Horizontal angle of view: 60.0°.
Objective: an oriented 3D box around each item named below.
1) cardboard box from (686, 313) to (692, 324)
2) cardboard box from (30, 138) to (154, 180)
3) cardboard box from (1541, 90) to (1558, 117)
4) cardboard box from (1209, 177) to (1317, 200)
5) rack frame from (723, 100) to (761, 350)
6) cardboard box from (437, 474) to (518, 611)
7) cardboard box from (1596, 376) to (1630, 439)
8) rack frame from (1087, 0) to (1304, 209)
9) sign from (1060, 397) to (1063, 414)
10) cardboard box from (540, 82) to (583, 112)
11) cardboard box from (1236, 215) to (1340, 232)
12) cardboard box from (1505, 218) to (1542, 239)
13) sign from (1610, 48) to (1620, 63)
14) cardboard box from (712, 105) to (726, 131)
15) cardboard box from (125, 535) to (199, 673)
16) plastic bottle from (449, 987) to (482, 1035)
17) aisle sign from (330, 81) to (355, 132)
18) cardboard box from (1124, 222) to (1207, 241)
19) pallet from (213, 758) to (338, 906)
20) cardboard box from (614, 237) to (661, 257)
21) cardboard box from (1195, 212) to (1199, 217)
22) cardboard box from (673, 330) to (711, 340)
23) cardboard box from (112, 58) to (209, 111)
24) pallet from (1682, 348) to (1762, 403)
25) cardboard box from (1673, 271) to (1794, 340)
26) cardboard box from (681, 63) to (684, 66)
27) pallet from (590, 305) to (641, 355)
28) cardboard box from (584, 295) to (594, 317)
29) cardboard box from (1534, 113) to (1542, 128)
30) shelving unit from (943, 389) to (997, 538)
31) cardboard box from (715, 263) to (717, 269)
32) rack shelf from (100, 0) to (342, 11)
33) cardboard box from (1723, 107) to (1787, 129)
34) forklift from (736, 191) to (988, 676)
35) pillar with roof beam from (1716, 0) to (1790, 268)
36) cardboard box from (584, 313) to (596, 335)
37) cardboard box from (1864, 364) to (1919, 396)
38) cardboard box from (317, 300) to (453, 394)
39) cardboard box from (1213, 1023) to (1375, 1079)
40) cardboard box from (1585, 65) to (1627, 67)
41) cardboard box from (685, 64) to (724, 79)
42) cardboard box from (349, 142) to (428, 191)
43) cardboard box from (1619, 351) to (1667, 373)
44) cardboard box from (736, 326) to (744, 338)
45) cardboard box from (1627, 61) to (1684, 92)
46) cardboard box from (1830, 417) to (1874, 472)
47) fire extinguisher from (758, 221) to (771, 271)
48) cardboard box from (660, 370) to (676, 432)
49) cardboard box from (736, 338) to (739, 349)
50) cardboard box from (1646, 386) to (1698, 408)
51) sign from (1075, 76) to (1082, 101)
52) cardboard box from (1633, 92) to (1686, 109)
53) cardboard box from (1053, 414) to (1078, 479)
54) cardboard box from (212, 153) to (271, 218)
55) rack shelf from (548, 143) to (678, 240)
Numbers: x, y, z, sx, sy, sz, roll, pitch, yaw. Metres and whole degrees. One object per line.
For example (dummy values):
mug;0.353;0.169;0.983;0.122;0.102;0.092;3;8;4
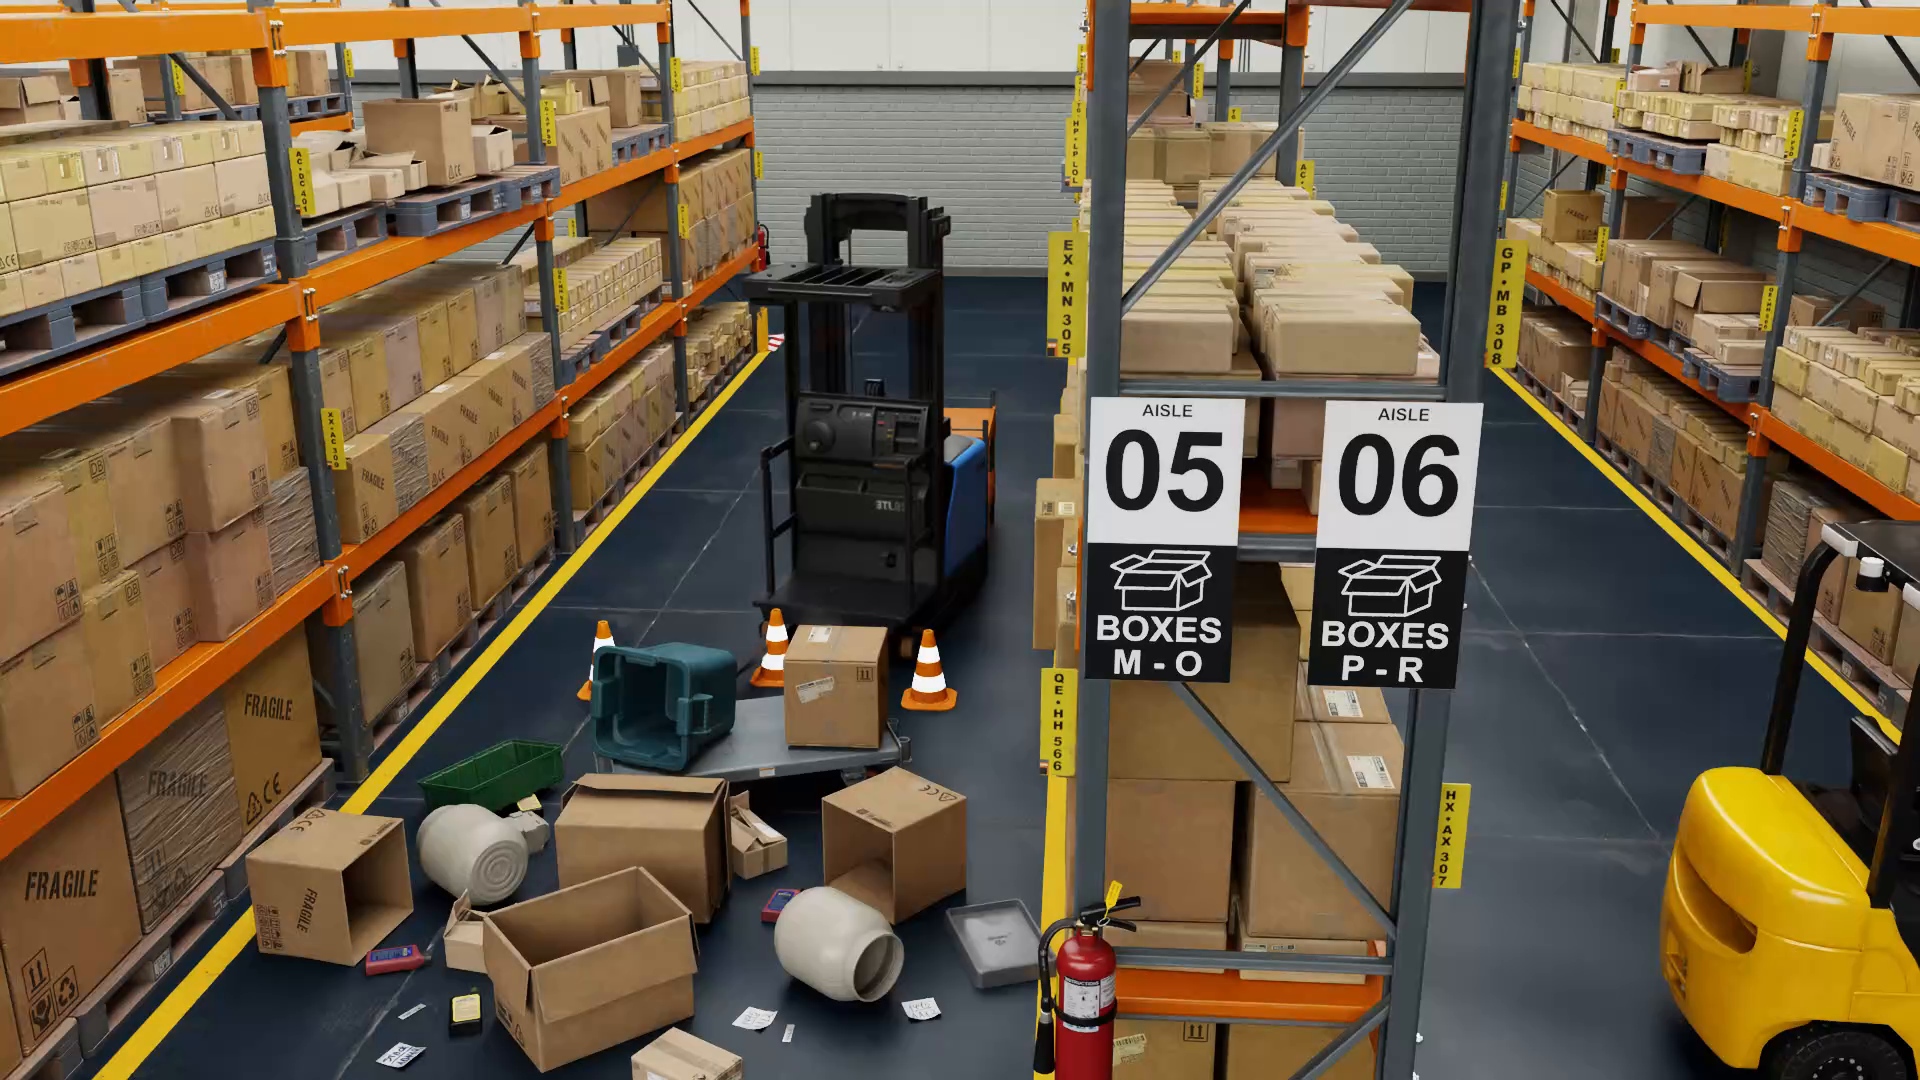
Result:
cardboard box;-3.326;-2.546;19.325;0.380;0.149;0.250;0;18;1
cardboard box;-3.609;-1.586;6.917;0.380;0.149;0.250;1;18;4
cardboard box;6.558;-4.674;17.817;0.500;0.250;0.500;1;18;2
cardboard box;1.557;-1.737;8.655;0.500;0.250;0.500;1;18;2
rack frame;-2.969;-3.816;20.253;1.000;3.000;0.127;1;18;4
cardboard box;-3.735;-0.003;11.555;1.050;0.750;0.750;2;18;5
cardboard box;6.381;-1.252;15.766;0.500;0.500;0.500;2;18;6
rack frame;1.116;-2.861;7.703;1.000;3.000;0.127;1;18;4
sign;0.562;-0.572;8.491;0.100;0.325;0.005;1;18;4
cardboard box;-3.222;-3.528;13.166;0.396;0.266;0.258;1;18;4
cardboard box;1.285;-1.187;6.535;0.380;0.149;0.250;1;18;5
cardboard box;6.626;-3.563;19.242;0.500;0.250;0.500;1;18;4
sign;7.479;-5.455;19.015;0.100;0.325;0.005;1;18;4
cardboard box;-2.834;-4.545;17.901;0.500;0.250;0.500;2;18;6
cardboard box;-4.016;0.291;7.478;0.875;0.550;0.550;1;18;4
plastic bottle;-2.127;2.021;7.156;0.133;0.061;0.283;-5;19;-15
aisle sign;-7.604;-5.209;20.329;0.394;0.787;0.004;1;18;4
cardboard box;0.738;-1.120;6.330;0.380;0.149;0.250;2;18;5
pallet;-3.962;1.470;8.597;1.003;0.211;1.213;1;18;4
cardboard box;-3.090;-2.808;15.949;0.380;0.149;0.250;2;18;6
cardboard box;1.352;-1.362;7.709;0.500;0.250;0.500;1;18;3
cardboard box;-2.943;-2.213;18.308;0.380;0.149;0.250;1;18;2
cardboard box;-8.199;-4.681;17.077;0.700;0.500;0.500;0;18;1
pallet;6.332;-1.264;12.771;1.213;0.211;1.003;1;18;4
cardboard box;6.286;-1.903;13.572;0.797;0.503;0.637;1;18;3
cardboard box;-3.348;-5.341;18.885;0.380;0.149;0.250;1;18;4
pallet;-3.441;-1.856;14.579;1.003;0.211;1.213;1;18;4
cardboard box;-3.256;-1.944;13.791;0.380;0.149;0.250;1;18;4
cardboard box;6.524;-4.603;18.241;0.380;0.149;0.250;2;18;5
shelving unit;0.000;-0.537;13.254;0.538;1.125;1.048;1;18;4
cardboard box;-2.890;-3.030;18.255;0.380;0.149;0.250;2;18;6
rack shelf;-8.052;-5.656;18.031;1.077;0.370;4.000;1;18;4
cardboard box;6.160;-3.266;12.878;0.380;0.149;0.250;1;18;3
forklift;-0.722;-0.735;10.959;1.130;2.935;3.031;6;19;17
pillar with roof beam;3.295;-5.528;15.843;9.100;9.000;0.400;1;18;4
cardboard box;-3.253;-1.797;13.820;0.380;0.149;0.250;2;18;6
cardboard box;5.955;-1.005;10.471;0.380;0.149;0.250;2;18;5
cardboard box;-3.690;-1.240;10.623;0.700;0.500;0.500;1;18;3
cardboard box;1.164;1.731;5.860;0.500;0.500;0.500;1;18;2
cardboard box;7.136;-5.055;18.175;0.500;0.250;0.500;1;18;2
cardboard box;-2.822;-5.172;18.370;0.380;0.149;0.250;1;18;3
cardboard box;-3.483;-2.274;10.111;0.396;0.266;0.258;1;18;4
cardboard box;6.378;-1.659;15.490;0.380;0.149;0.250;0;18;1
cardboard box;-2.757;-2.471;19.572;0.380;0.149;0.250;1;18;2
cardboard box;6.270;-4.191;15.004;0.396;0.266;0.258;1;18;3
cardboard box;6.007;-0.623;10.748;0.500;0.250;0.500;1;18;2
fire extinguisher;-2.490;-3.670;20.530;0.296;0.674;0.183;1;18;4
cardboard box;-3.057;-1.350;16.066;0.500;0.500;0.500;1;18;3
cardboard box;-2.821;-2.331;19.623;0.380;0.149;0.250;1;18;4
cardboard box;6.338;-1.270;14.779;0.380;0.149;0.250;1;18;4
sign;1.135;-4.216;15.696;0.100;0.325;0.005;1;18;4
cardboard box;6.233;-3.912;14.819;0.380;0.149;0.250;2;18;5
cardboard box;0.746;-0.229;7.061;0.700;0.500;0.500;1;18;3
cardboard box;-3.608;-1.673;7.824;0.500;0.250;0.500;1;18;3
rack shelf;-3.399;-3.036;14.211;1.077;0.370;4.000;1;18;4
